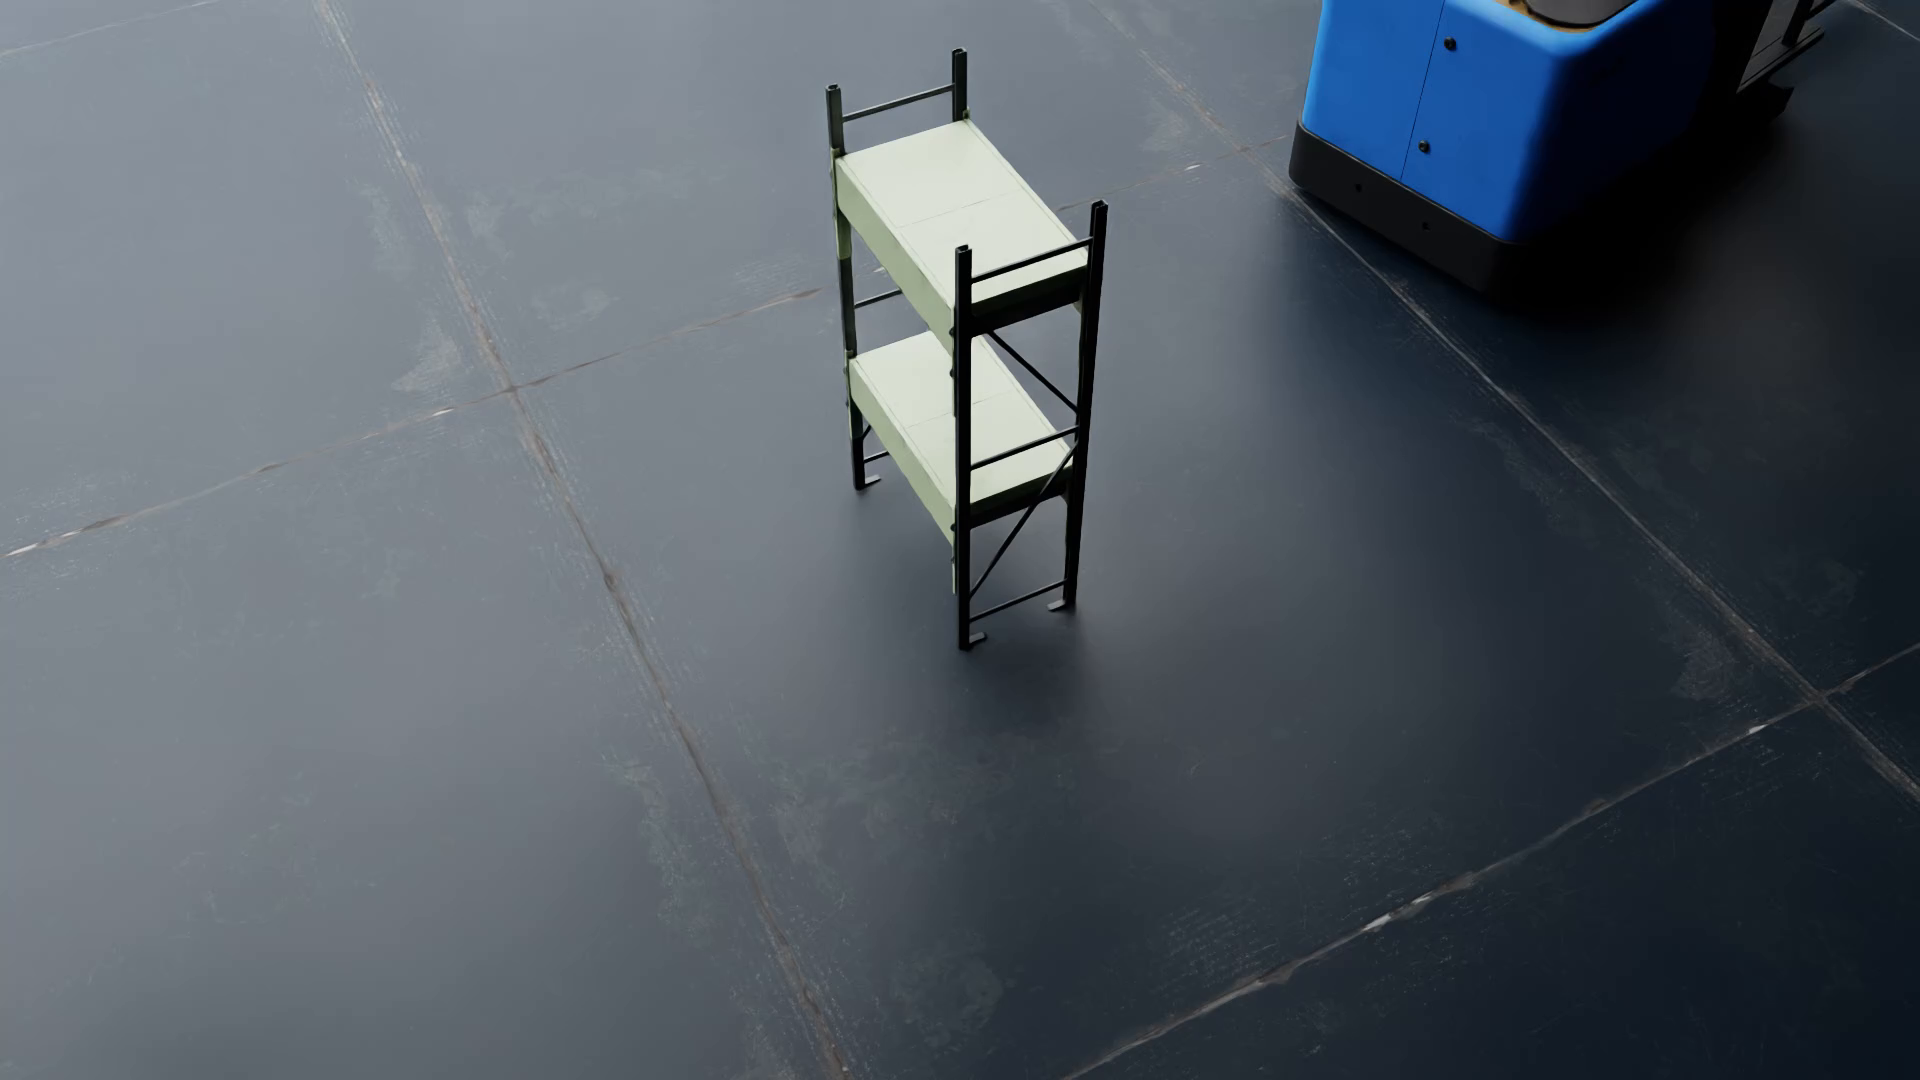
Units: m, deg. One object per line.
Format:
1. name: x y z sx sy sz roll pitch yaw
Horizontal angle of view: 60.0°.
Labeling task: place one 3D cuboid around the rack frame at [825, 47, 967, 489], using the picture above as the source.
1. rack frame: -0.164 -0.734 4.896 0.400 1.500 0.023 -21 52 -18

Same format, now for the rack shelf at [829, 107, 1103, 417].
1. rack shelf: 0.003 -0.746 4.388 0.431 0.370 0.720 -21 52 -18

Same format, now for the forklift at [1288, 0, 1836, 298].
1. forklift: 2.691 -2.799 5.751 3.031 2.935 1.130 -34 57 -26

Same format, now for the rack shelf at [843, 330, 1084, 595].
1. rack shelf: 0.003 -0.275 4.927 0.431 0.370 0.720 -21 52 -18

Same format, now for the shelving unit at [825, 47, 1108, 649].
1. shelving unit: 0.003 -0.489 4.682 0.431 1.500 0.755 -21 52 -18

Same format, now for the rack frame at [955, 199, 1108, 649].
1. rack frame: 0.171 -0.244 4.467 0.400 1.500 0.023 -21 52 -18
